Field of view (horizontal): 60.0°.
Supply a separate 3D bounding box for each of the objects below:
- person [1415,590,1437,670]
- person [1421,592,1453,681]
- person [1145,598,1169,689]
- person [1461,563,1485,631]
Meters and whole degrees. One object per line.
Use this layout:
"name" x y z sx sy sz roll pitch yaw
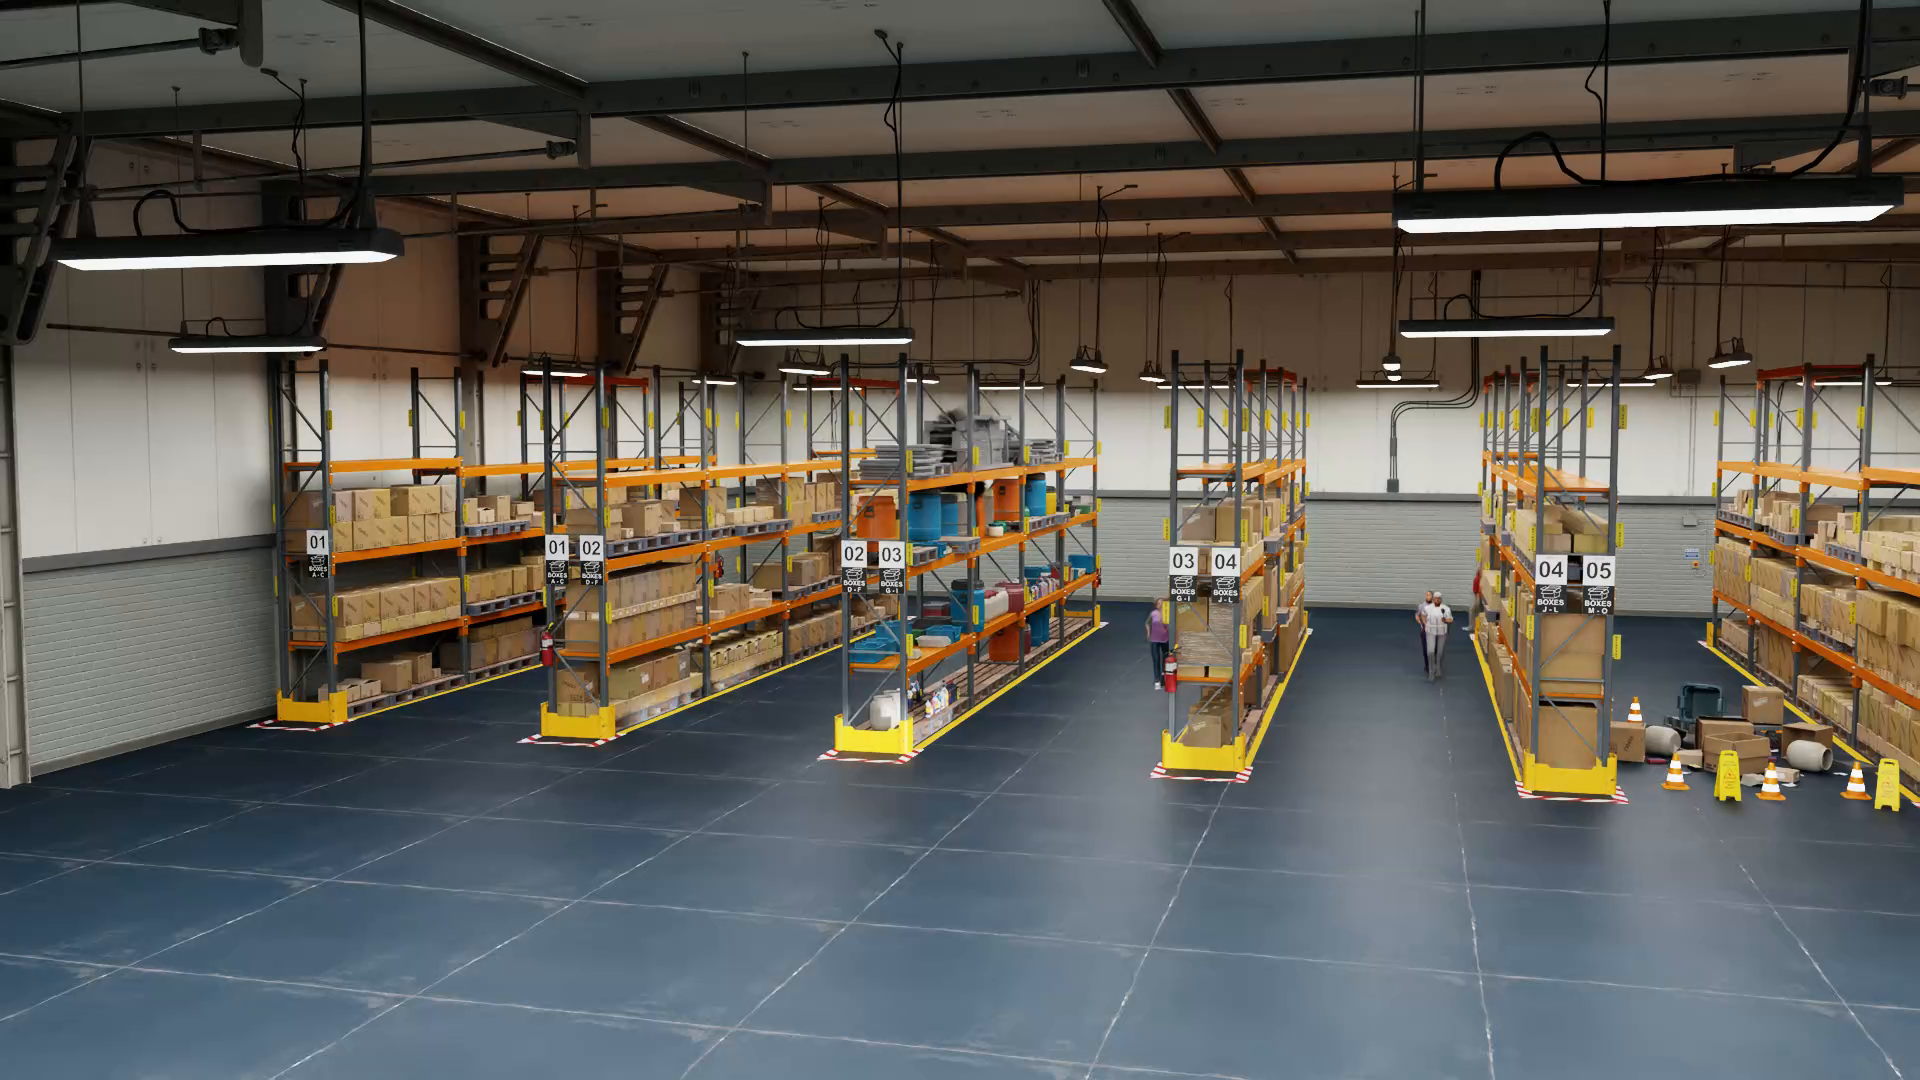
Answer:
"person" 9.396 1.817 33.206 0.617 1.609 0.527 1 4 18
"person" 9.231 1.860 32.183 0.588 1.720 0.696 1 4 13
"person" 3.528 1.809 29.356 0.548 1.582 0.740 1 4 11
"person" 12.373 1.356 39.290 0.910 1.656 0.730 1 4 10
